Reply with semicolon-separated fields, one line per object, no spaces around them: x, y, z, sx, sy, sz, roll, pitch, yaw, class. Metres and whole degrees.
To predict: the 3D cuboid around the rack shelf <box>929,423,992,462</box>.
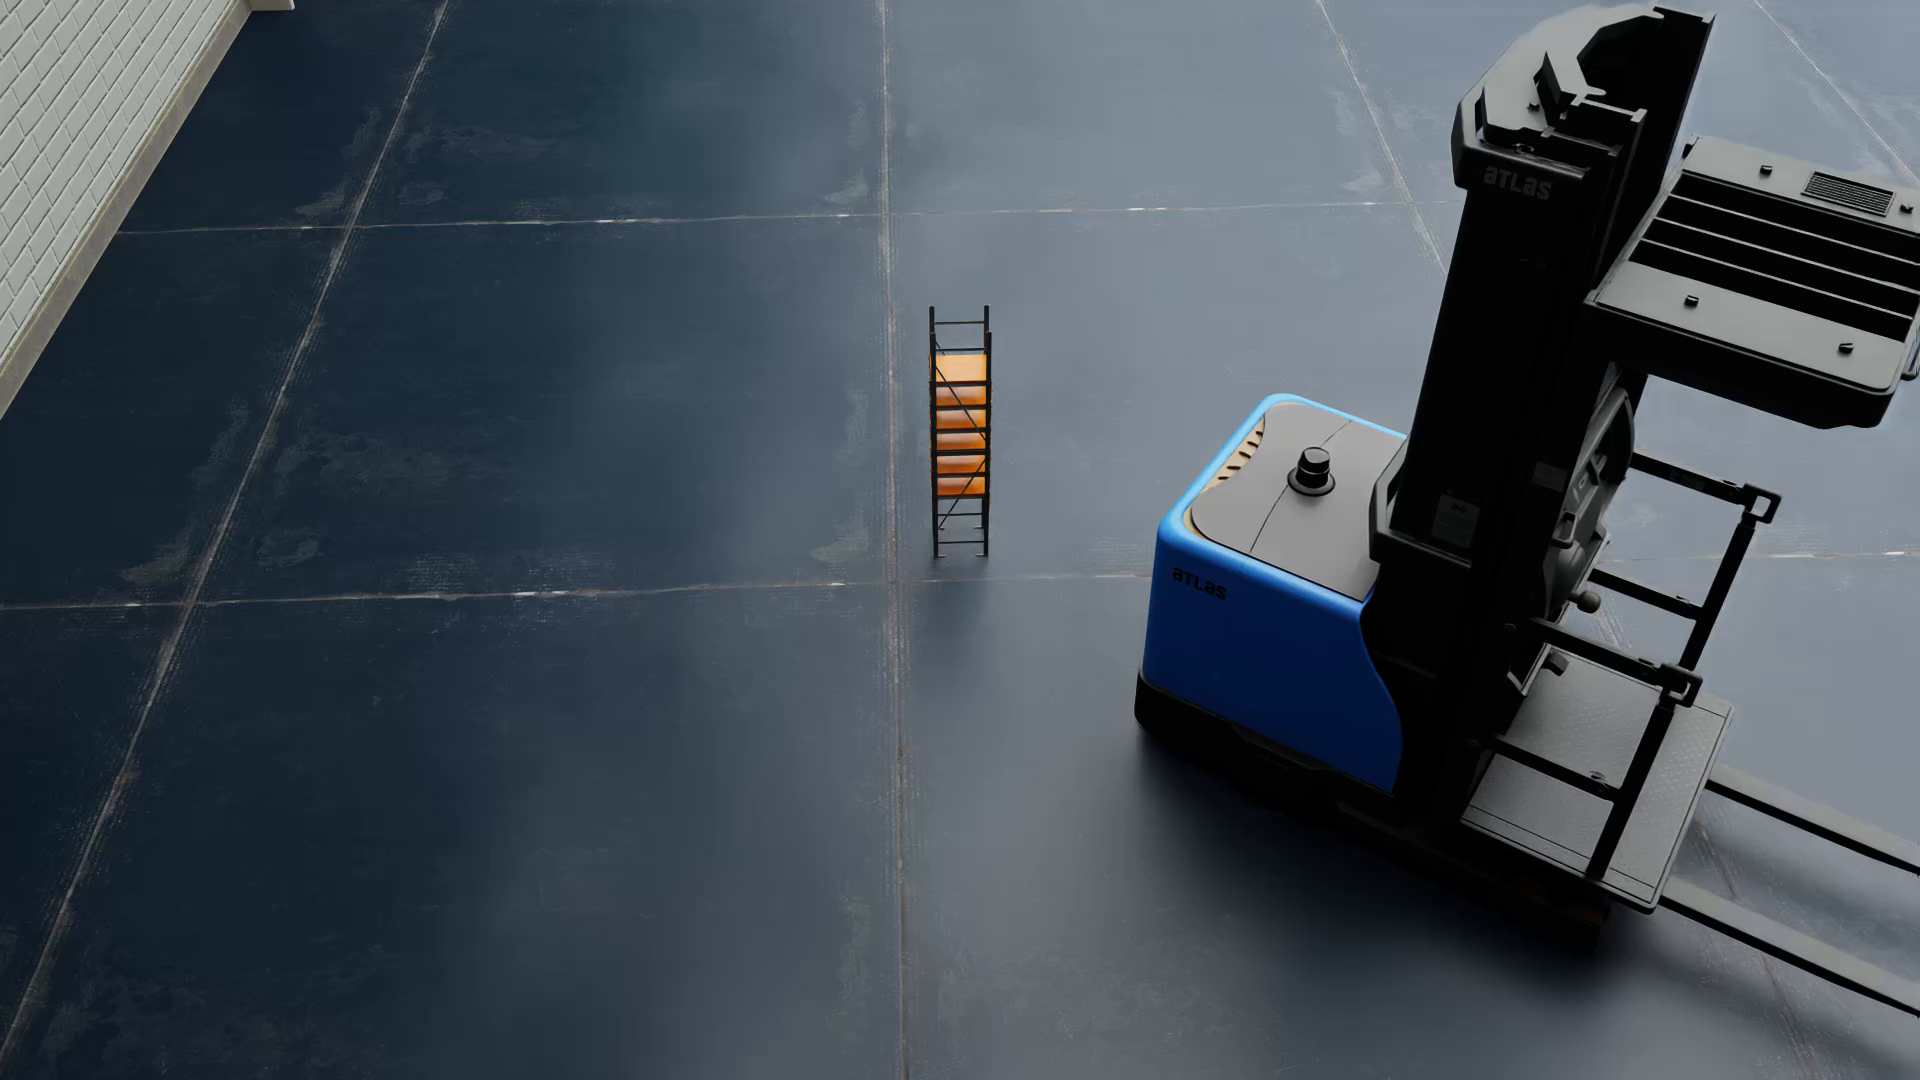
0.001;-0.400;7.014;0.258;0.103;0.180;-2;43;-2;rack shelf

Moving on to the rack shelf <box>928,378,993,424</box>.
0.001;-0.577;6.851;0.258;0.103;0.180;-2;43;-2;rack shelf

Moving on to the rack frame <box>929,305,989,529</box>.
-0.003;-0.494;7.051;0.240;1.200;0.006;-2;43;-2;rack frame

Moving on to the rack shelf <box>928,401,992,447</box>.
0.001;-0.488;6.933;0.258;0.103;0.180;-2;43;-2;rack shelf

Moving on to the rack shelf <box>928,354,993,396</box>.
0.001;-0.665;6.770;0.258;0.103;0.180;-2;43;-2;rack shelf

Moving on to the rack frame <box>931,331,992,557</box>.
0.005;-0.371;6.916;0.240;1.200;0.006;-2;43;-2;rack frame

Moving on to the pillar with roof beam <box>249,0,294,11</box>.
-0.416;-7.188;8.582;9.100;9.000;0.400;-2;43;-2;pillar with roof beam

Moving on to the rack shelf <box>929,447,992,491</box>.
0.001;-0.311;7.095;0.258;0.103;0.180;-2;43;-2;rack shelf

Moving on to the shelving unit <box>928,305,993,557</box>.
0.001;-0.433;6.984;0.258;1.200;0.189;-2;43;-2;shelving unit

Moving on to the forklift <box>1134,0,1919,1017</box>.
2.202;-0.067;5.304;3.031;2.935;1.130;24;48;24;forklift

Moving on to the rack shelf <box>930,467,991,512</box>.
0.001;-0.223;7.176;0.258;0.103;0.180;-2;43;-2;rack shelf
